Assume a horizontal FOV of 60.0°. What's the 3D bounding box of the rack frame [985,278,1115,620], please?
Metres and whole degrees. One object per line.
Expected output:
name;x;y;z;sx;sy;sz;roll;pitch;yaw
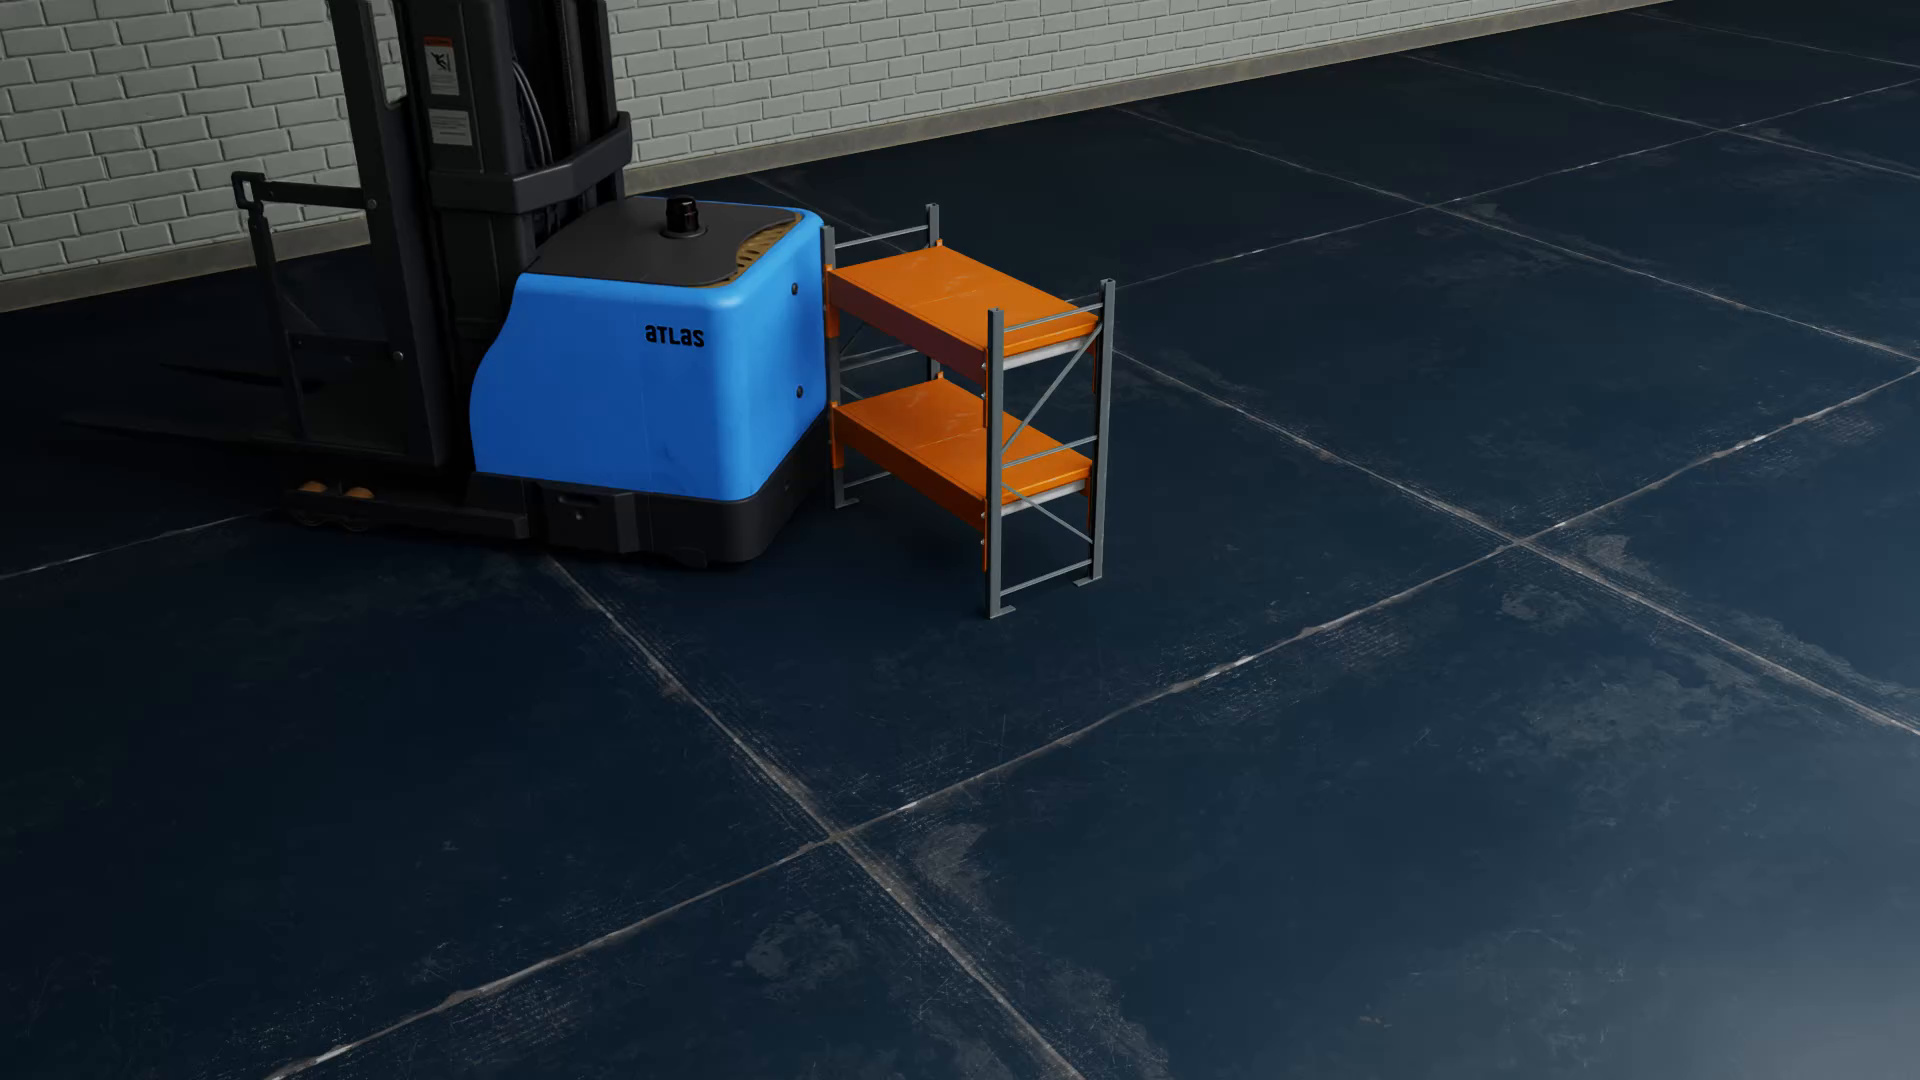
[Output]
rack frame;0.299;-0.294;5.613;0.500;1.125;0.032;-19;34;-31

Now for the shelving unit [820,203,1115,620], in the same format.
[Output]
shelving unit;0.004;-0.492;5.977;0.538;1.125;1.048;-19;34;-31

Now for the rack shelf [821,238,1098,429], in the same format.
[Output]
rack shelf;0.004;-0.749;5.837;0.538;0.278;1.000;-19;34;-31

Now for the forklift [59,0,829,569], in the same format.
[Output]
forklift;-2.074;-1.554;6.039;3.031;2.935;1.130;7;29;13

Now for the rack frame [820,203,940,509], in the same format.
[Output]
rack frame;-0.291;-0.689;6.341;0.500;1.125;0.032;-19;34;-31

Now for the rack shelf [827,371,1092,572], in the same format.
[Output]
rack shelf;0.004;-0.277;6.093;0.538;0.278;1.000;-19;34;-31
